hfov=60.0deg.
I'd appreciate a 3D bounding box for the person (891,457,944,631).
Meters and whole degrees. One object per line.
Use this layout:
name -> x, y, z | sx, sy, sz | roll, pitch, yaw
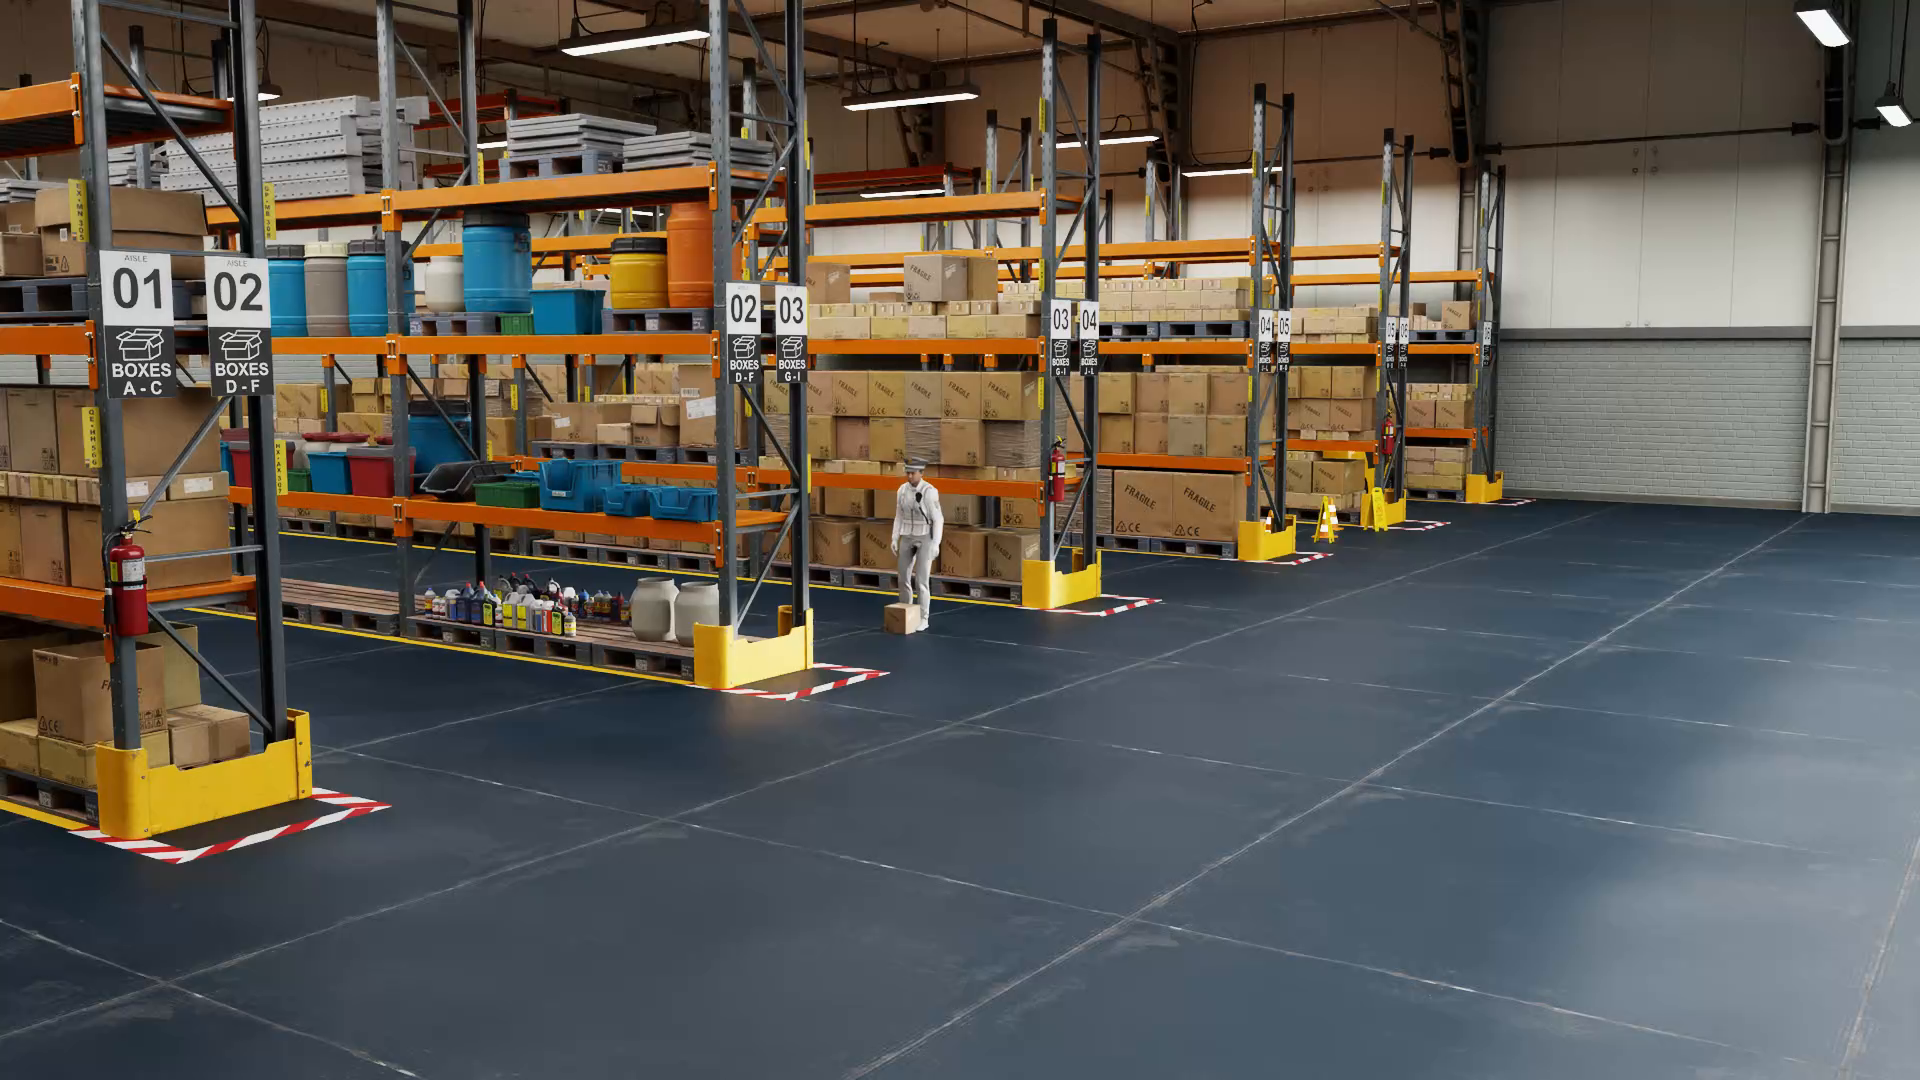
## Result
person -> -0.428, 0.028, 16.021 | 0.547, 1.667, 0.408 | 4, 7, 31
